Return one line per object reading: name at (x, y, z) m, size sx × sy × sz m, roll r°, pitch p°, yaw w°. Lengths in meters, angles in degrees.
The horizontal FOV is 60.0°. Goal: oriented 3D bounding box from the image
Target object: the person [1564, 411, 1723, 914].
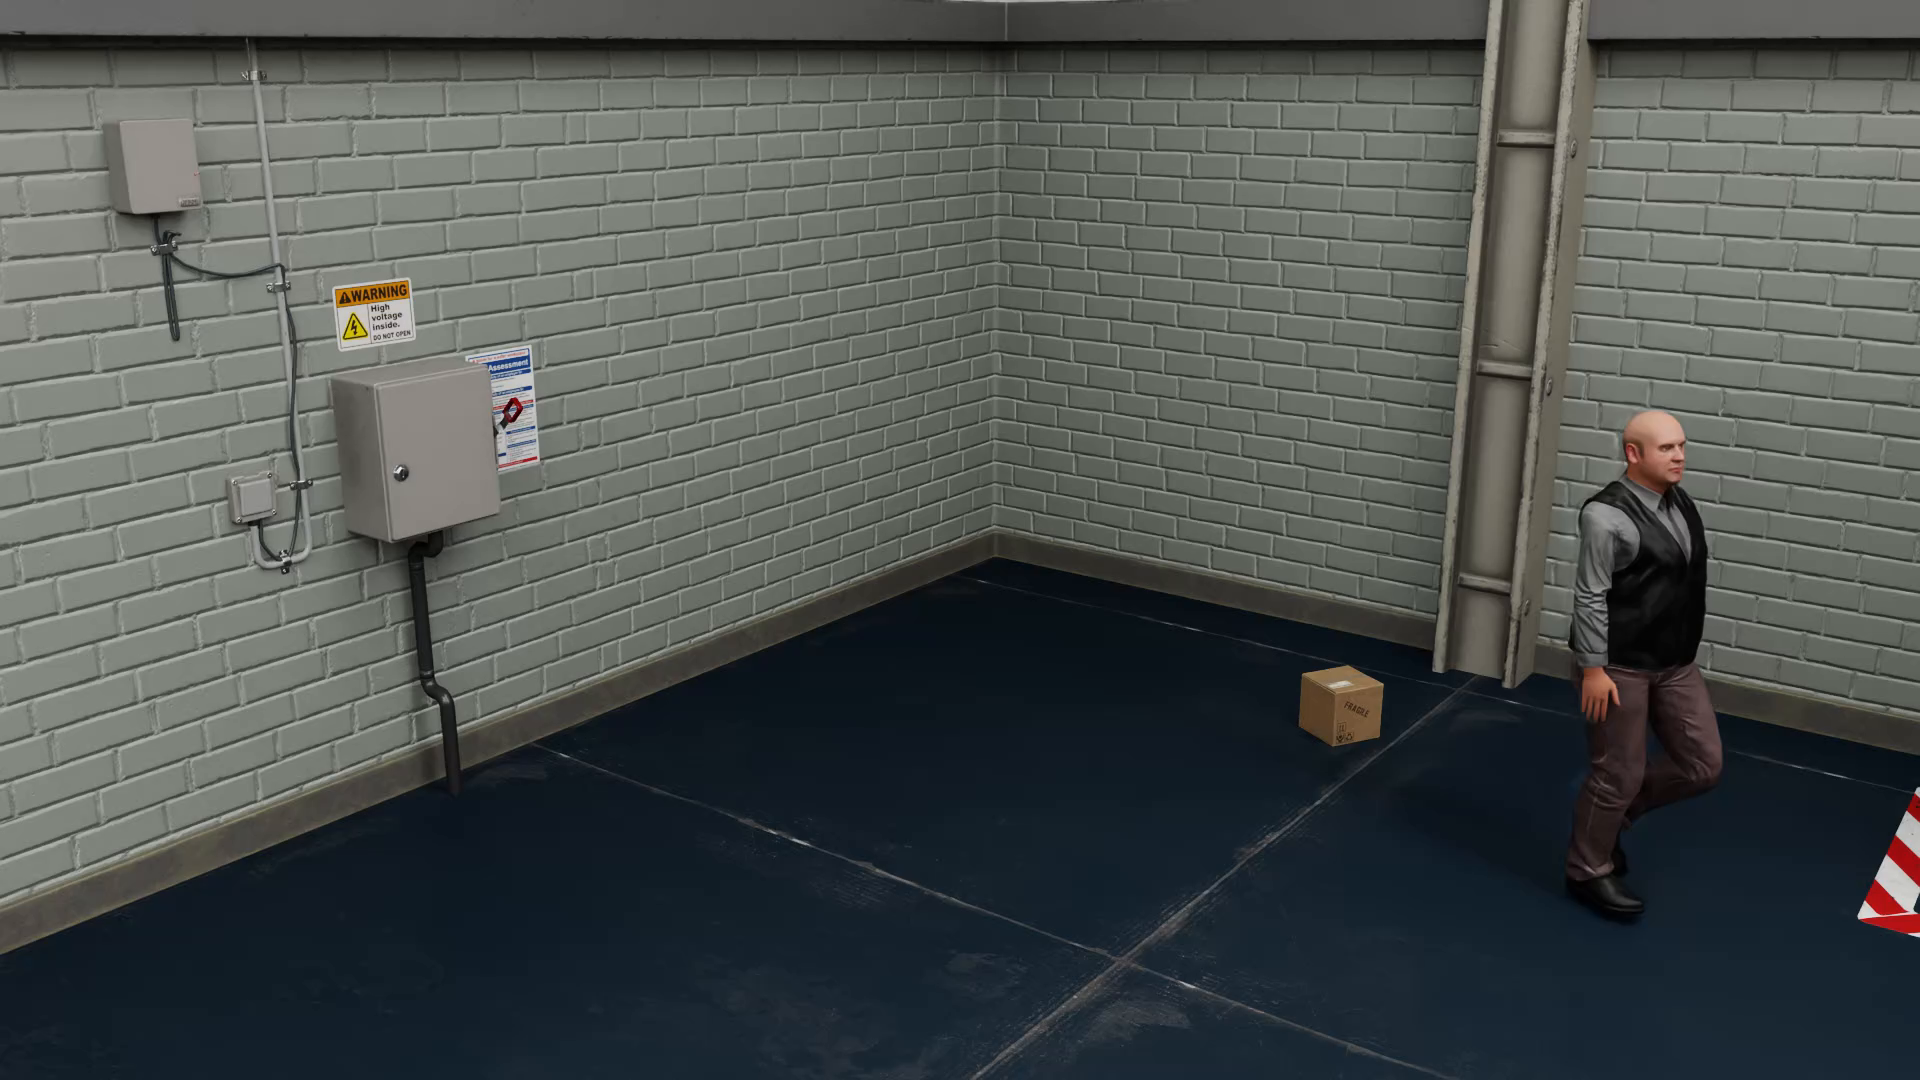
person at (2.270, 0.420, 5.556) m, size 0.564 × 1.716 × 0.472 m, roll -10°, pitch 19°, yaw -31°
